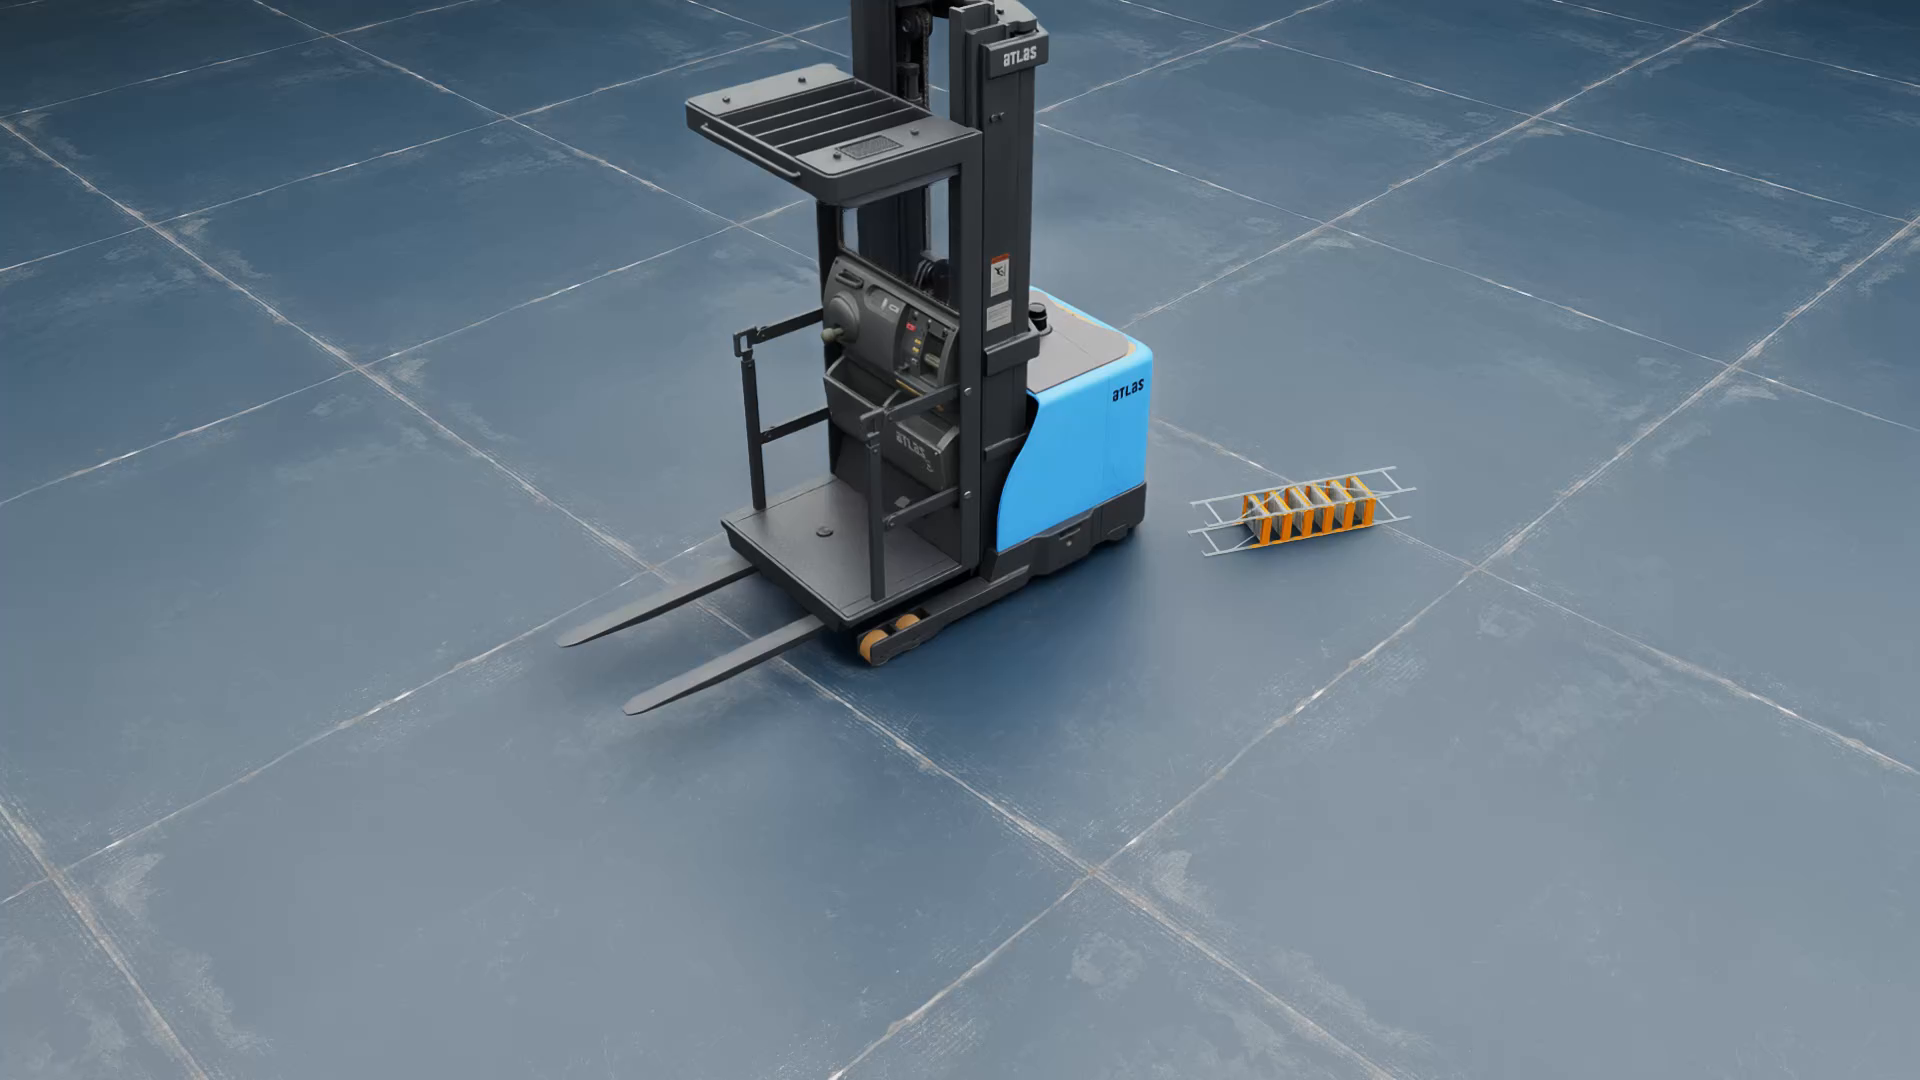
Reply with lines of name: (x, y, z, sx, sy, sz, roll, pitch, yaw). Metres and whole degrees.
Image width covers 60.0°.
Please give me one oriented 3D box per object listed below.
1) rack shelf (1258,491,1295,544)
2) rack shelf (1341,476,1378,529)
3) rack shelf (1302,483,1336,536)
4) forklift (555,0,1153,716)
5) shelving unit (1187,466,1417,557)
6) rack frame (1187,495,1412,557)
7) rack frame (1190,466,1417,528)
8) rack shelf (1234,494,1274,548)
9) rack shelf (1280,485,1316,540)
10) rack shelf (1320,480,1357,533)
rack shelf: (1.652, -0.128, 8.754, 0.103, 0.180, 0.258, -10, 36, -14)
rack shelf: (2.110, -0.209, 8.871, 0.103, 0.180, 0.258, -10, 36, -14)
rack shelf: (1.881, -0.168, 8.813, 0.103, 0.180, 0.258, -10, 36, -14)
forklift: (-0.488, -0.950, 7.540, 3.031, 2.935, 1.130, -25, 42, -31)
shelving unit: (1.809, -0.155, 8.794, 1.200, 0.189, 0.258, -10, 36, -14)
rack frame: (1.809, -0.080, 8.847, 1.200, 0.006, 0.240, -10, 36, -14)
rack frame: (1.809, -0.231, 8.742, 1.200, 0.006, 0.240, -10, 36, -14)
rack shelf: (1.537, -0.107, 8.725, 0.103, 0.180, 0.258, -10, 36, -14)
rack shelf: (1.766, -0.148, 8.784, 0.103, 0.180, 0.258, -10, 36, -14)
rack shelf: (1.995, -0.189, 8.842, 0.103, 0.180, 0.258, -10, 36, -14)
